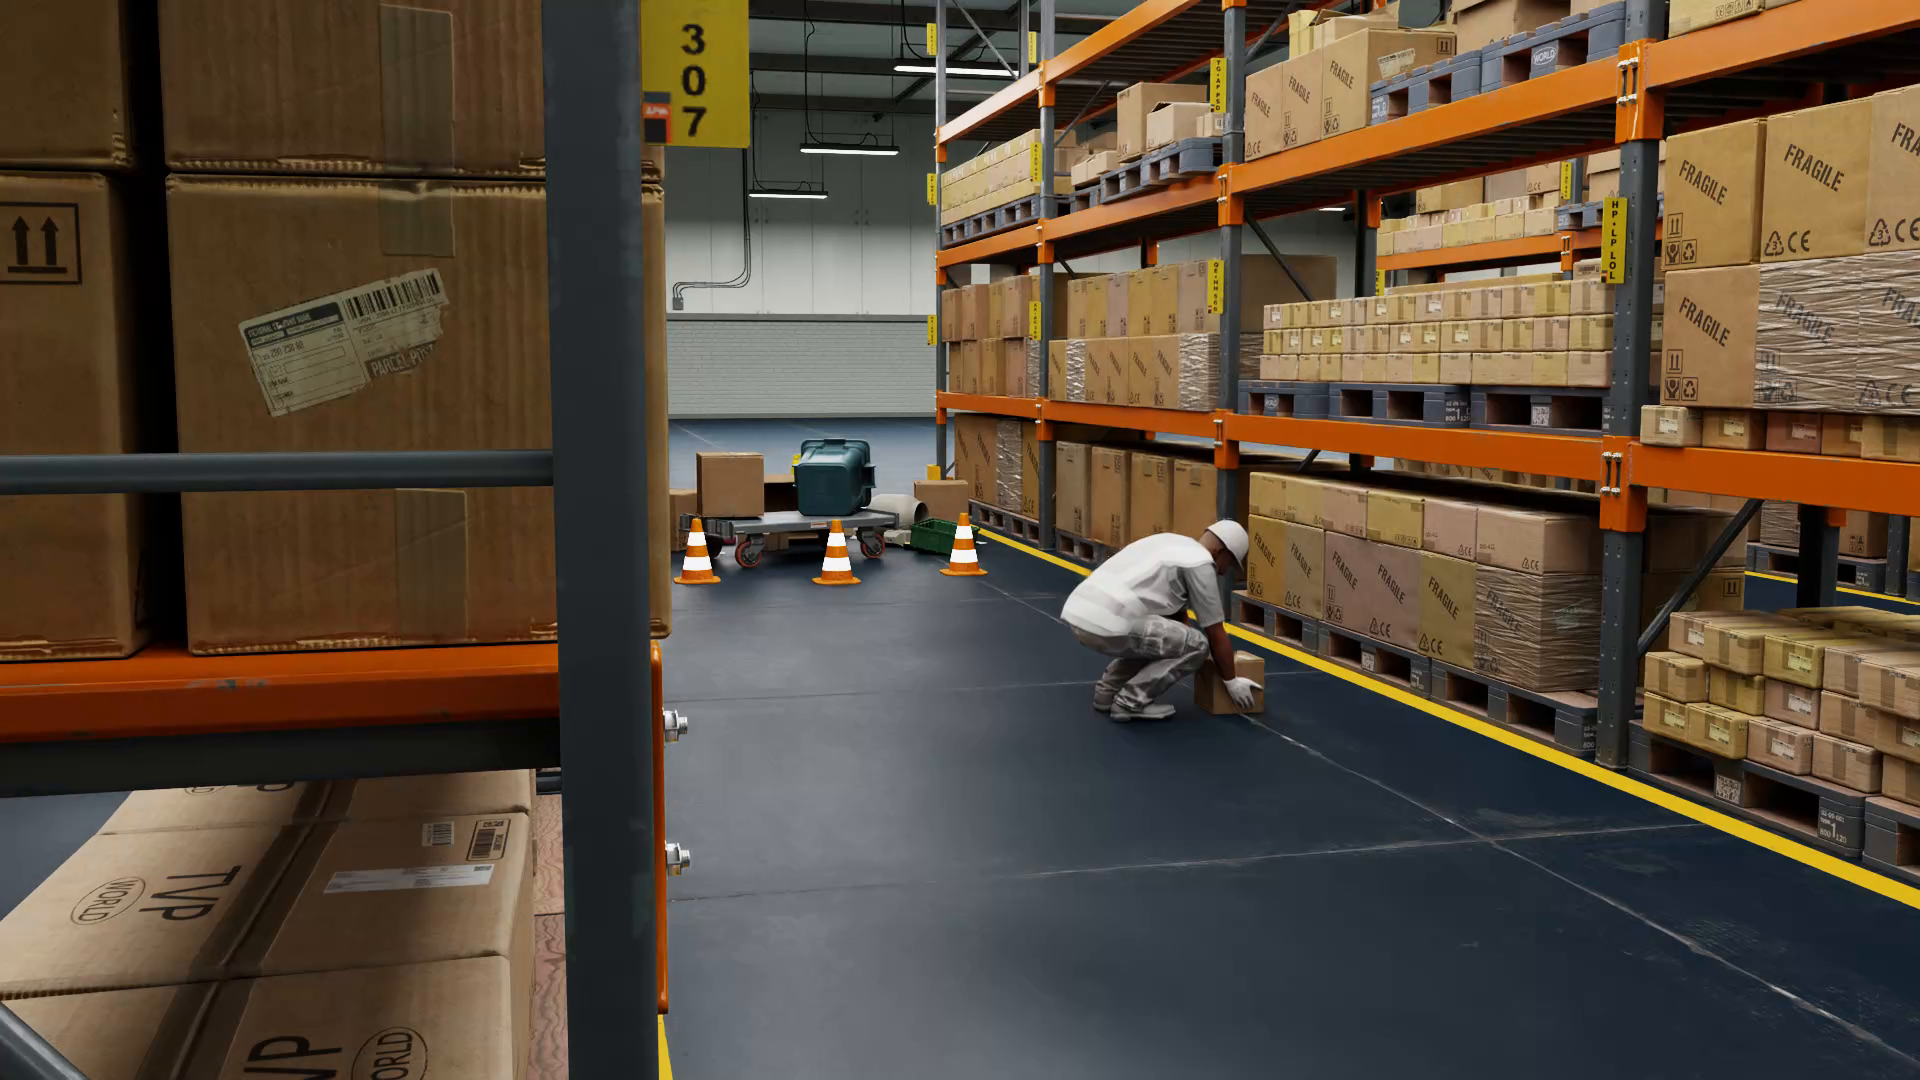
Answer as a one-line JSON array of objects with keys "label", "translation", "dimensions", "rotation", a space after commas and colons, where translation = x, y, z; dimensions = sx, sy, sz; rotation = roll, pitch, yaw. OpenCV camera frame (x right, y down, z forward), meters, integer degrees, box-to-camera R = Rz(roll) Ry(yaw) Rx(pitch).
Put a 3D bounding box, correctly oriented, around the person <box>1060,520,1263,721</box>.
[{"label": "person", "translation": [0.919, 0.360, 7.696], "dimensions": [0.906, 0.886, 0.577], "rotation": [-1, 6, -14]}]
